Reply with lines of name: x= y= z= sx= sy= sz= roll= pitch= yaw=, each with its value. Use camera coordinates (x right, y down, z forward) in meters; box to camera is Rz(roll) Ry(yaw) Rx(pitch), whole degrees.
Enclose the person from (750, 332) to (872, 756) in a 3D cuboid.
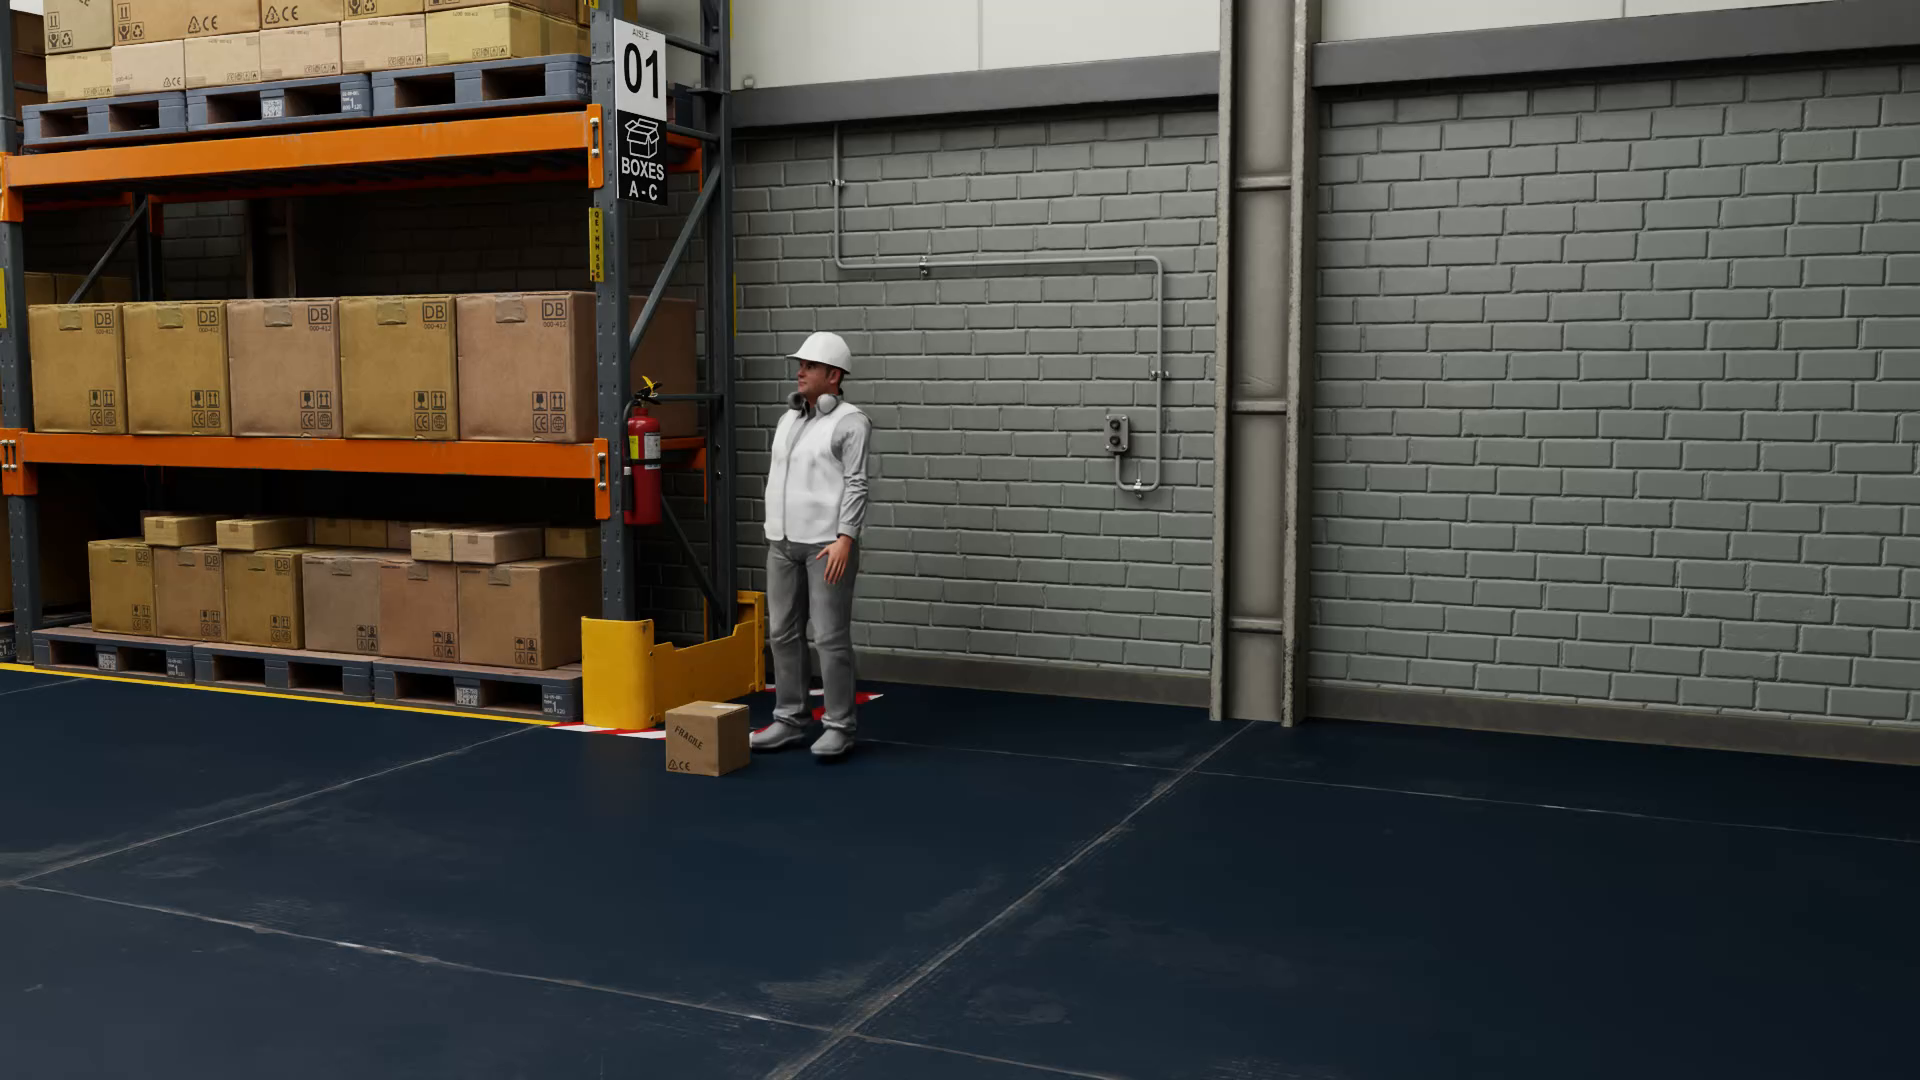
person: x=-0.627 y=0.013 z=7.059 sx=0.584 sy=1.782 sz=0.413 roll=4 pitch=7 yaw=38
